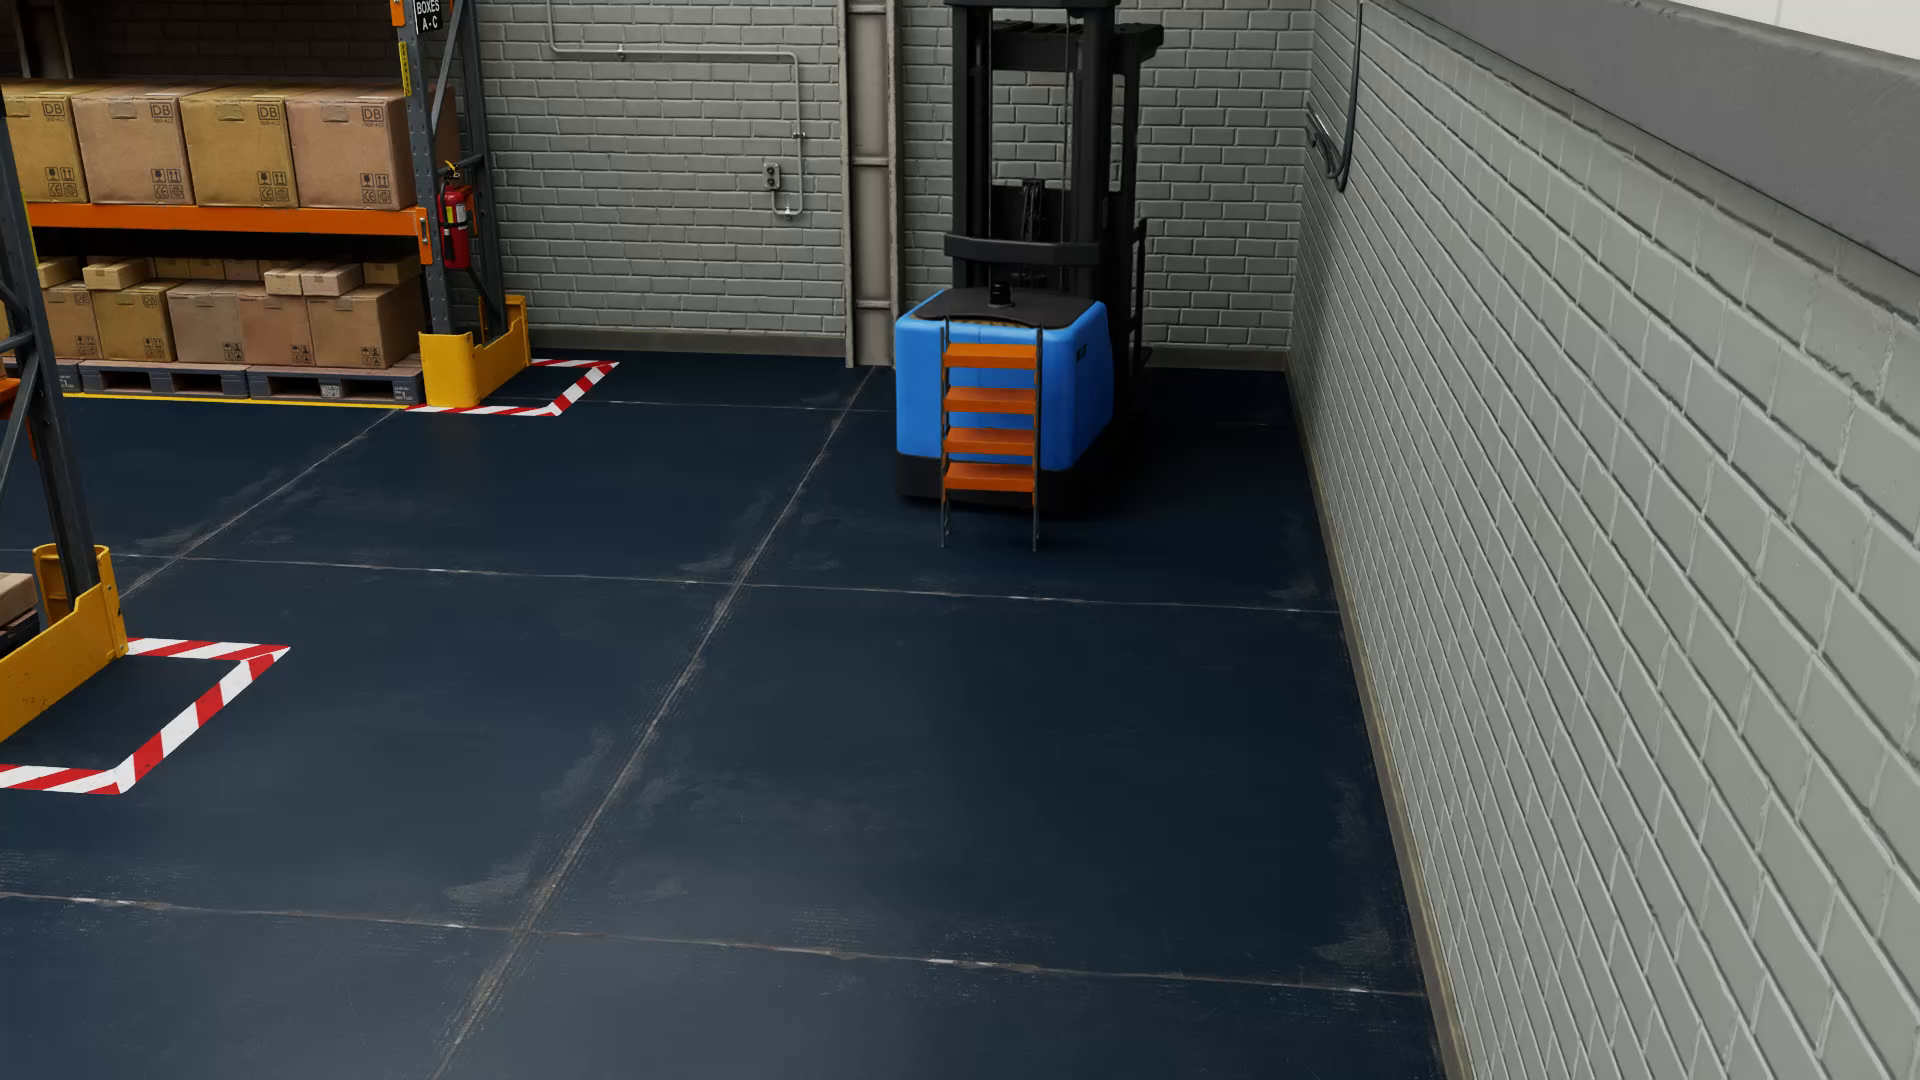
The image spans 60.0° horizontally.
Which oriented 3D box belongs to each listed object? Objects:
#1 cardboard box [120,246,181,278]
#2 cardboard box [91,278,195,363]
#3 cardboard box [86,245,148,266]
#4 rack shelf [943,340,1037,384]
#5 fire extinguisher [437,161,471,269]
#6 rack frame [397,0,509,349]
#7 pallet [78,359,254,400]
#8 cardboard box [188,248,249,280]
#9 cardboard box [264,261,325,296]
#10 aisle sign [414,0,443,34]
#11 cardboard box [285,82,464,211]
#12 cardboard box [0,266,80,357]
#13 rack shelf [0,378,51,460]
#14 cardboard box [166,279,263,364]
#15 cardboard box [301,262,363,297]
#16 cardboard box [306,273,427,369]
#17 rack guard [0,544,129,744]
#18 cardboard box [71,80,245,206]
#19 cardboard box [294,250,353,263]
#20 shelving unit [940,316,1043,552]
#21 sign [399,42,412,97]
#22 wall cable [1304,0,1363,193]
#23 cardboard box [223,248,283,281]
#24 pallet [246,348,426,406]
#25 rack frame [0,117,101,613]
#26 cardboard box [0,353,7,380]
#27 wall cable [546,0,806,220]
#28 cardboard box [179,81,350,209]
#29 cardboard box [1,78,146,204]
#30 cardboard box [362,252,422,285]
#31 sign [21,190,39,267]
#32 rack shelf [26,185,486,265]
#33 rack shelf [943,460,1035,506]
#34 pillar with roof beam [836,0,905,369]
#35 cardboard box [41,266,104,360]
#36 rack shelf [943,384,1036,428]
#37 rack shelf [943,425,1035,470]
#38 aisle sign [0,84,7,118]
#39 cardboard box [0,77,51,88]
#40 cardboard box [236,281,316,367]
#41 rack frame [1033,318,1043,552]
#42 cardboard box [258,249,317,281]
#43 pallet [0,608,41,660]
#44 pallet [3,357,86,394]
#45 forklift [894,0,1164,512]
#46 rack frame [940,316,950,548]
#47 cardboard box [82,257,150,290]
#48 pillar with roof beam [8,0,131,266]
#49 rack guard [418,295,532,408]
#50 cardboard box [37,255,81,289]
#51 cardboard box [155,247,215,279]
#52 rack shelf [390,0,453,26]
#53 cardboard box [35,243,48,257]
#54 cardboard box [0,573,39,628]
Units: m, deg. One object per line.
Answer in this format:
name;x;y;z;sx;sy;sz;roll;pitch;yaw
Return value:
cardboard box;-5.727;-1.973;11.797;0.250;0.149;0.380;3;22;7
cardboard box;-5.634;-1.591;11.714;0.500;0.500;0.700;3;22;8
cardboard box;-5.977;-1.984;11.826;0.250;0.149;0.380;2;22;5
rack shelf;0.164;-0.916;8.557;0.480;0.148;0.258;2;22;6
fire extinguisher;-3.305;-2.117;10.826;0.183;0.674;0.296;2;22;6
rack frame;-3.400;-2.501;11.186;0.127;3.000;1.000;2;22;6
pallet;-5.412;-1.264;11.850;1.213;0.211;1.003;2;22;6
cardboard box;-5.219;-1.951;11.742;0.250;0.149;0.380;3;22;7
cardboard box;-4.510;-1.779;11.307;0.250;0.149;0.380;3;22;8
aisle sign;-3.364;-3.597;10.423;0.004;0.787;0.394;2;22;6
cardboard box;-3.908;-2.659;11.178;0.700;0.700;0.980;3;22;9
cardboard box;-6.642;-1.637;11.830;0.500;0.500;0.700;3;22;7
rack shelf;-5.966;-0.444;6.962;4.000;0.370;1.077;2;22;6
cardboard box;-5.104;-1.571;11.662;0.500;0.500;0.700;2;22;5
cardboard box;-4.256;-1.768;11.279;0.250;0.149;0.380;2;22;6
cardboard box;-4.107;-1.528;11.553;0.500;0.500;0.700;2;22;6
rack guard;-4.055;0.467;7.079;0.348;0.500;1.175;2;22;6
cardboard box;-5.388;-2.723;11.339;0.700;0.700;0.980;1;22;4
cardboard box;-4.463;-1.919;11.659;0.250;0.149;0.380;3;22;6
shelving unit;0.164;-0.551;8.701;0.503;1.200;0.258;2;22;6
sign;-3.478;-2.952;10.430;0.005;0.325;0.100;2;22;6
wall cable;2.174;-3.472;9.705;0.112;2.526;3.097;2;22;6
cardboard box;-4.964;-1.940;11.714;0.250;0.149;0.380;3;22;7
pallet;-4.204;-1.210;11.714;1.213;0.211;1.003;2;22;6
rack frame;-3.980;-0.692;6.611;0.127;3.000;1.000;2;22;6
cardboard box;-4.389;-0.854;6.885;0.500;0.500;0.500;3;22;7
wall cable;-2.018;-3.264;11.733;1.851;1.984;0.084;2;22;6
cardboard box;-4.632;-2.686;11.247;0.700;0.700;0.980;2;22;6
cardboard box;-6.112;-2.751;11.410;0.700;0.700;0.980;2;22;5
cardboard box;-3.960;-1.897;11.605;0.250;0.149;0.380;3;22;7
sign;-3.916;-1.293;6.953;0.005;0.325;0.100;2;22;6
rack shelf;-5.387;-2.253;11.537;4.000;0.370;1.077;2;22;6
rack shelf;0.164;-0.304;8.799;0.480;0.148;0.258;2;22;6
pillar with roof beam;-1.124;-3.918;6.611;0.400;9.000;9.100;2;22;6
cardboard box;-6.144;-1.614;11.772;0.500;0.500;0.700;2;22;6
rack shelf;0.164;-0.696;8.644;0.480;0.148;0.258;2;22;6
rack shelf;0.164;-0.488;8.726;0.480;0.148;0.258;2;22;6
aisle sign;-3.877;-2.006;6.397;0.004;0.787;0.394;2;22;6
cardboard box;-6.836;-2.784;11.495;0.700;0.700;0.980;3;22;7
cardboard box;-4.604;-1.549;11.608;0.500;0.500;0.700;2;22;6
rack frame;0.407;-0.540;8.674;0.015;1.200;0.240;2;22;6
cardboard box;-4.711;-1.930;11.687;0.250;0.149;0.380;3;22;7
pallet;-4.847;0.567;7.219;1.213;0.211;1.003;2;22;6
pallet;-6.627;-1.316;11.981;1.213;0.211;1.003;2;22;6
forklift;0.571;-2.028;10.083;1.130;2.935;3.031;7;23;17
rack frame;-0.078;-0.561;8.728;0.015;1.200;0.240;2;22;6
cardboard box;-5.805;-1.835;11.448;0.250;0.149;0.380;2;22;5
pillar with roof beam;-7.082;-4.178;7.268;0.400;9.000;9.100;2;22;6
rack guard;-3.377;-1.338;11.643;0.348;0.500;1.175;2;22;6
cardboard box;-6.323;-1.857;11.505;0.250;0.149;0.380;3;22;8
cardboard box;-5.470;-1.962;11.770;0.250;0.149;0.380;2;22;5
rack shelf;-5.387;-3.648;10.986;4.000;0.370;1.077;2;22;6
cardboard box;-6.763;-2.018;11.910;0.250;0.149;0.380;2;22;6
cardboard box;-4.355;0.285;7.418;0.250;0.149;0.380;2;22;6
